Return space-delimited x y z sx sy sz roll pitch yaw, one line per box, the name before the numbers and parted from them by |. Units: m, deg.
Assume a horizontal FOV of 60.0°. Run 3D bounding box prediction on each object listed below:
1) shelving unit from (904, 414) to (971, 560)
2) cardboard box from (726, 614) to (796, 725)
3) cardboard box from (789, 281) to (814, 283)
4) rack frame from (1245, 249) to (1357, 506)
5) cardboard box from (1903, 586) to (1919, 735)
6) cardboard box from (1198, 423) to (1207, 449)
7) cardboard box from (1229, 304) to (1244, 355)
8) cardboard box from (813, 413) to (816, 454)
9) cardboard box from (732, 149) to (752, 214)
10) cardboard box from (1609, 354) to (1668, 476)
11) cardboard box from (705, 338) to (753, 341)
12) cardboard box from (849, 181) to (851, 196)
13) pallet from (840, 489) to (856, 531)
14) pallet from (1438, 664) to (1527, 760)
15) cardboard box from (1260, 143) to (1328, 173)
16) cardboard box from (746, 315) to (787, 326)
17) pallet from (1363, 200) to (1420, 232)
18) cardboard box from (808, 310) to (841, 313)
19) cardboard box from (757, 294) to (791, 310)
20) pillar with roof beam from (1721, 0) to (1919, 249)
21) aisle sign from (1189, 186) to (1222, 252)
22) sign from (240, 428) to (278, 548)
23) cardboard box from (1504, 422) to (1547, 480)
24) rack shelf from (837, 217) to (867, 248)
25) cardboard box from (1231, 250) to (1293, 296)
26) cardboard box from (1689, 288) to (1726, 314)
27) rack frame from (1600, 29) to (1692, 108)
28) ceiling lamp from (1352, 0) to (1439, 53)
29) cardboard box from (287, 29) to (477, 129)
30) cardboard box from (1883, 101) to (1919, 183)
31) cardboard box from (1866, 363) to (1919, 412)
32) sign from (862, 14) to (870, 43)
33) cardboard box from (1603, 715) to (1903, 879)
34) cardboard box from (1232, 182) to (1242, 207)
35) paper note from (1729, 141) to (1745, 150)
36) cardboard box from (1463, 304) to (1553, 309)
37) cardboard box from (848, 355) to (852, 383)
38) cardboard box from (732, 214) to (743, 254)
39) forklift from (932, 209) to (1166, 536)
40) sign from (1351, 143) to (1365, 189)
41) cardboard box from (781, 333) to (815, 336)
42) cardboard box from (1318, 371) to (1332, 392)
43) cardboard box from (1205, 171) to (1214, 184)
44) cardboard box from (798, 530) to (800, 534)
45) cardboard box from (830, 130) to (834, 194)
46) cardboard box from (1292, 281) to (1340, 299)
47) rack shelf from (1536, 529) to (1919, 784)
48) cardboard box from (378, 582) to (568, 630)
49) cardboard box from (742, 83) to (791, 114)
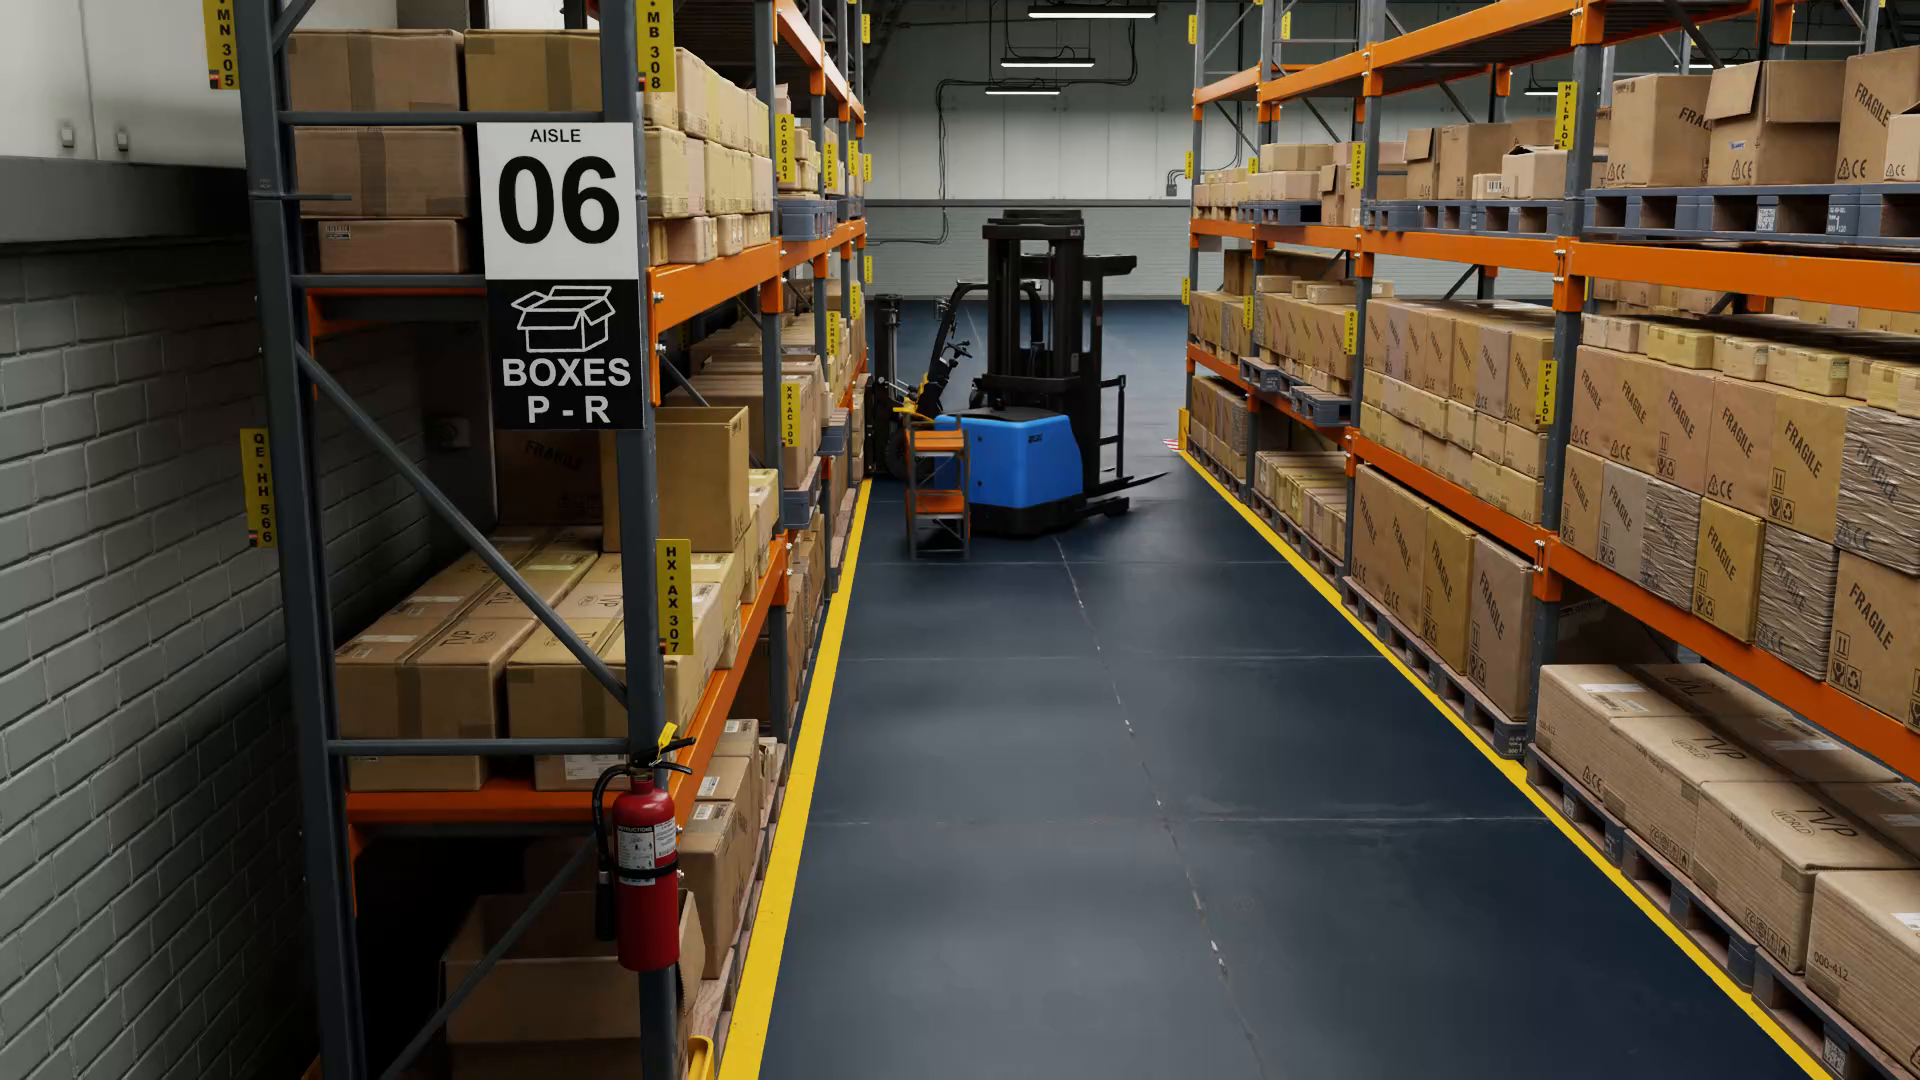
shelving unit | -0.208 -0.484 14.614 0.538 1.125 1.048 -1 11 -4
cardboard box | -1.195 0.712 9.238 0.500 0.500 0.500 0 11 1
cardboard box | -1.873 -2.936 19.358 0.380 0.149 0.250 0 11 0
rack frame | 3.387 -1.822 16.496 1.000 3.000 0.127 0 11 -1
cardboard box | 3.361 0.420 5.195 0.500 0.500 0.500 0 11 -1
cardboard box | 3.048 -1.212 19.350 0.500 0.250 0.500 0 11 1
cardboard box | 3.112 -2.206 17.391 0.500 0.500 0.500 0 11 1
cardboard box | -1.055 -0.628 9.894 0.396 0.266 0.258 0 11 2
cardboard box | -1.129 -1.453 6.761 0.500 0.250 0.500 0 11 0
cardboard box | 3.325 -0.575 7.581 0.500 0.500 0.500 0 11 -2
cardboard box | -1.819 -1.488 12.967 0.380 0.149 0.250 0 11 0
cardboard box | -1.281 -3.493 16.512 0.380 0.149 0.250 0 11 0
pallet | -1.521 -0.288 15.948 1.003 0.211 1.213 0 11 -1
pallet | 3.461 0.982 9.689 1.003 0.211 1.213 0 11 -1
cardboard box | 3.019 -3.453 15.052 0.500 0.250 0.500 0 11 -2
cardboard box | -1.829 -2.044 15.705 0.380 0.149 0.250 -1 11 -3
pallet | 3.536 -2.277 11.667 1.213 0.211 1.003 0 11 1
cardboard box | -1.319 -2.232 16.635 0.380 0.149 0.250 0 11 -2
cardboard box | -1.884 -2.376 16.594 0.380 0.149 0.250 0 11 -1
pillar with roof beam | 24.025 -11.469 48.959 9.100 9.000 0.548 0 11 -1
aisle sign | 2.994 -3.902 20.211 0.394 0.787 0.004 0 11 -1
sign | -1.882 -0.140 4.495 0.100 0.325 0.005 0 11 -1
cardboard box | 3.300 -0.490 9.049 0.500 0.250 0.500 0 11 -1
rack shelf | -1.617 -3.316 18.125 1.077 0.370 4.000 0 11 -1
cardboard box | 3.536 -3.101 19.284 0.700 0.500 0.500 0 11 -1
cardboard box | 8.233 -2.647 17.471 0.875 0.550 0.550 0 11 -1
rack frame | 8.252 -5.598 20.018 1.000 3.000 0.127 0 11 -1
ceiling lamp | 9.241 -11.689 35.362 2.000 3.185 0.800 0 11 -1
cardboard box | -1.615 -1.290 4.701 0.500 0.250 0.500 -1 11 -3
cardboard box | 3.654 -1.416 5.864 0.500 0.311 0.500 0 11 0
cardboard box | 3.345 -0.516 5.659 0.380 0.149 0.250 0 11 0
sign | -1.115 -6.032 19.611 0.100 0.325 0.005 0 11 -1
cardboard box | 3.477 1.121 7.376 0.875 0.438 0.875 -1 11 -3
cardboard box | 3.098 -3.551 17.105 0.500 0.250 0.500 0 11 -2
paper note | 3.010 -1.530 6.444 0.006 0.032 0.123 0 11 -1
cardboard box | 3.761 -1.362 11.463 0.500 0.500 0.500 0 11 0
cardboard box | -1.303 -1.628 15.918 0.500 0.250 0.500 0 11 0
cardboard box | -1.046 -1.181 6.425 0.380 0.149 0.250 0 11 0
forklift | 1.008 -1.712 16.128 1.130 2.935 3.031 8 14 35
sign | 2.927 -2.748 12.218 0.100 0.325 0.005 0 11 -1
cardboard box | -1.260 -1.593 13.485 0.380 0.149 0.250 0 11 -1
cardboard box | 3.100 -1.277 13.383 0.380 0.149 0.250 0 11 -2
cardboard box | 3.003 -4.133 18.970 0.380 0.149 0.250 0 11 -1
cardboard box | -1.265 0.002 11.106 0.380 0.149 0.250 0 11 -2
cardboard box | -1.374 -3.024 13.319 0.700 0.500 0.500 0 11 -2
cardboard box | 3.169 -2.230 14.820 0.380 0.149 0.250 0 11 2
rack shelf | 3.594 0.518 6.769 1.077 0.370 4.000 0 11 -1
cardboard box | -1.611 0.319 5.570 0.500 0.250 0.500 0 11 -1
cardboard box | -1.067 -2.222 8.459 0.396 0.266 0.258 0 11 -2
